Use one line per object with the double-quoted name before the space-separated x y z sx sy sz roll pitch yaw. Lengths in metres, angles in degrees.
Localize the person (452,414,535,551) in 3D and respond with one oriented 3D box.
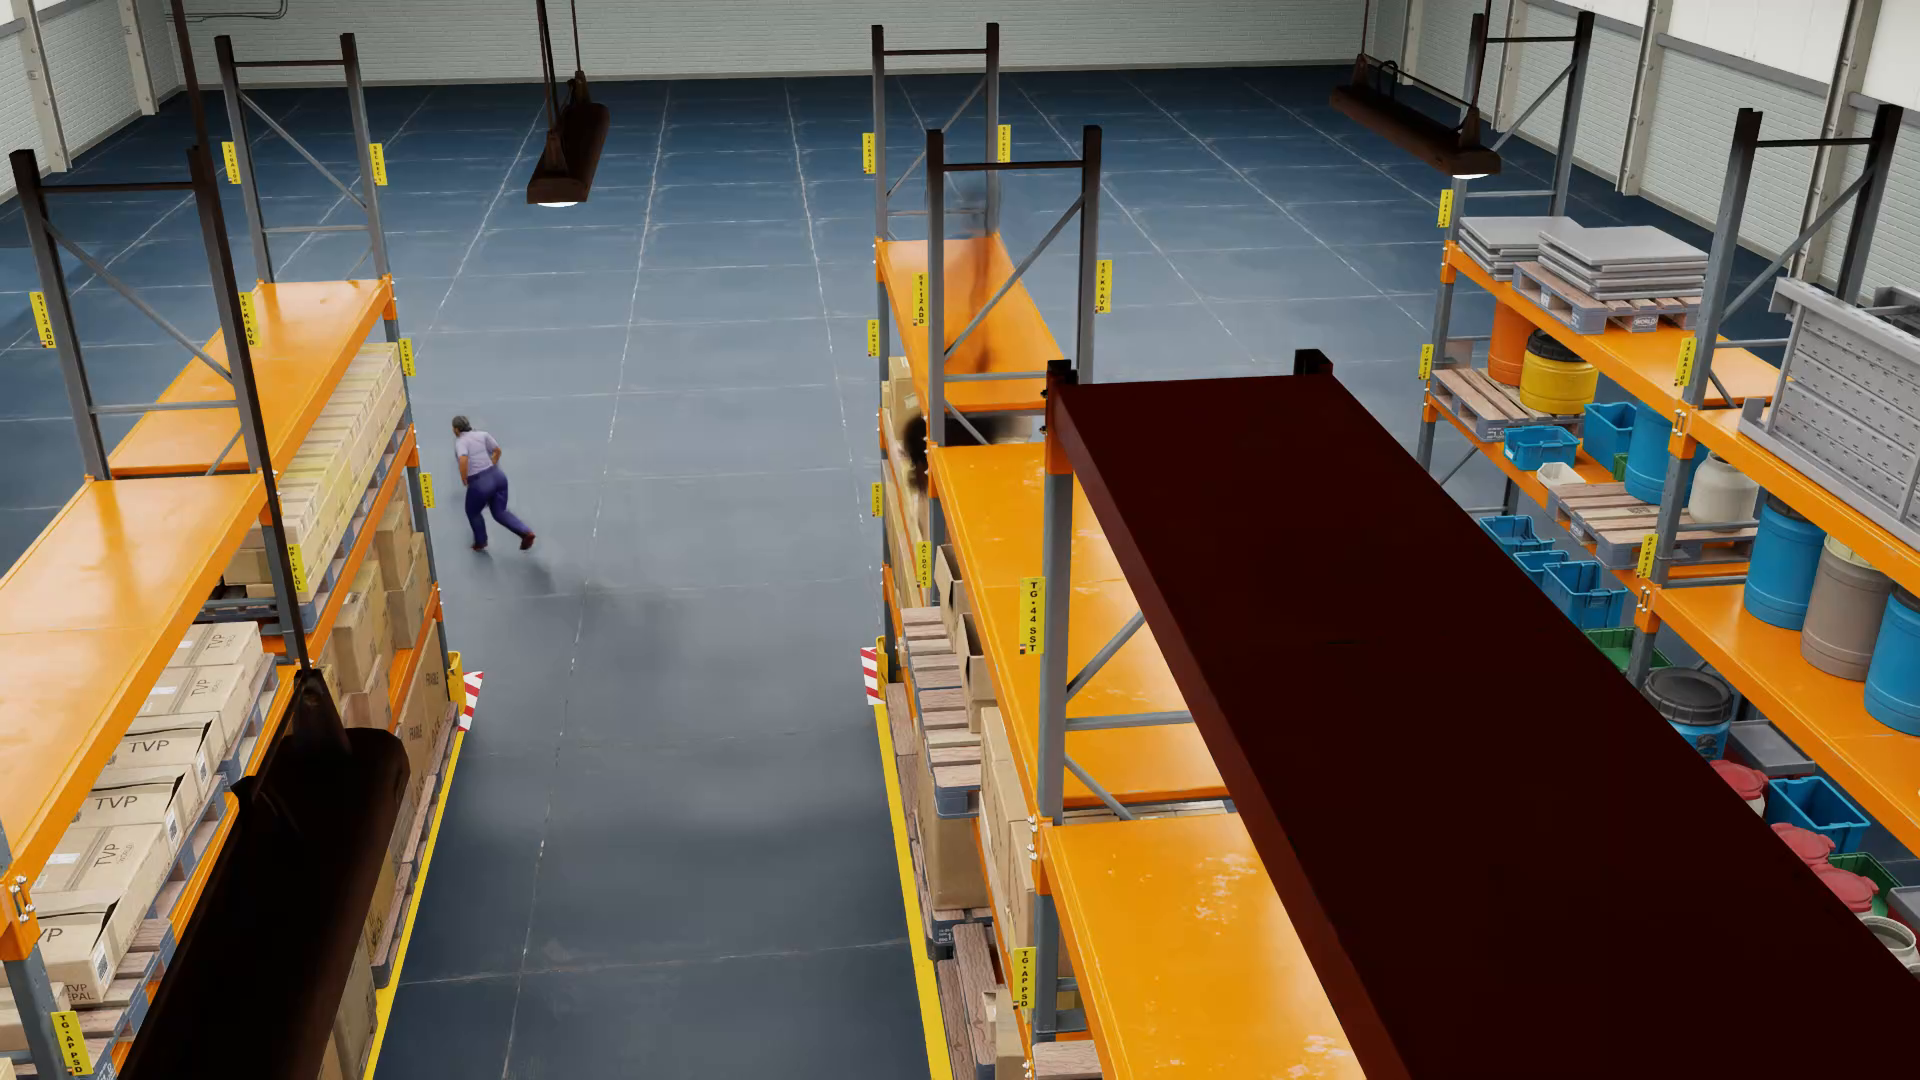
"person" -5.020 -0.523 17.836 0.951 1.611 0.629 12 28 23
